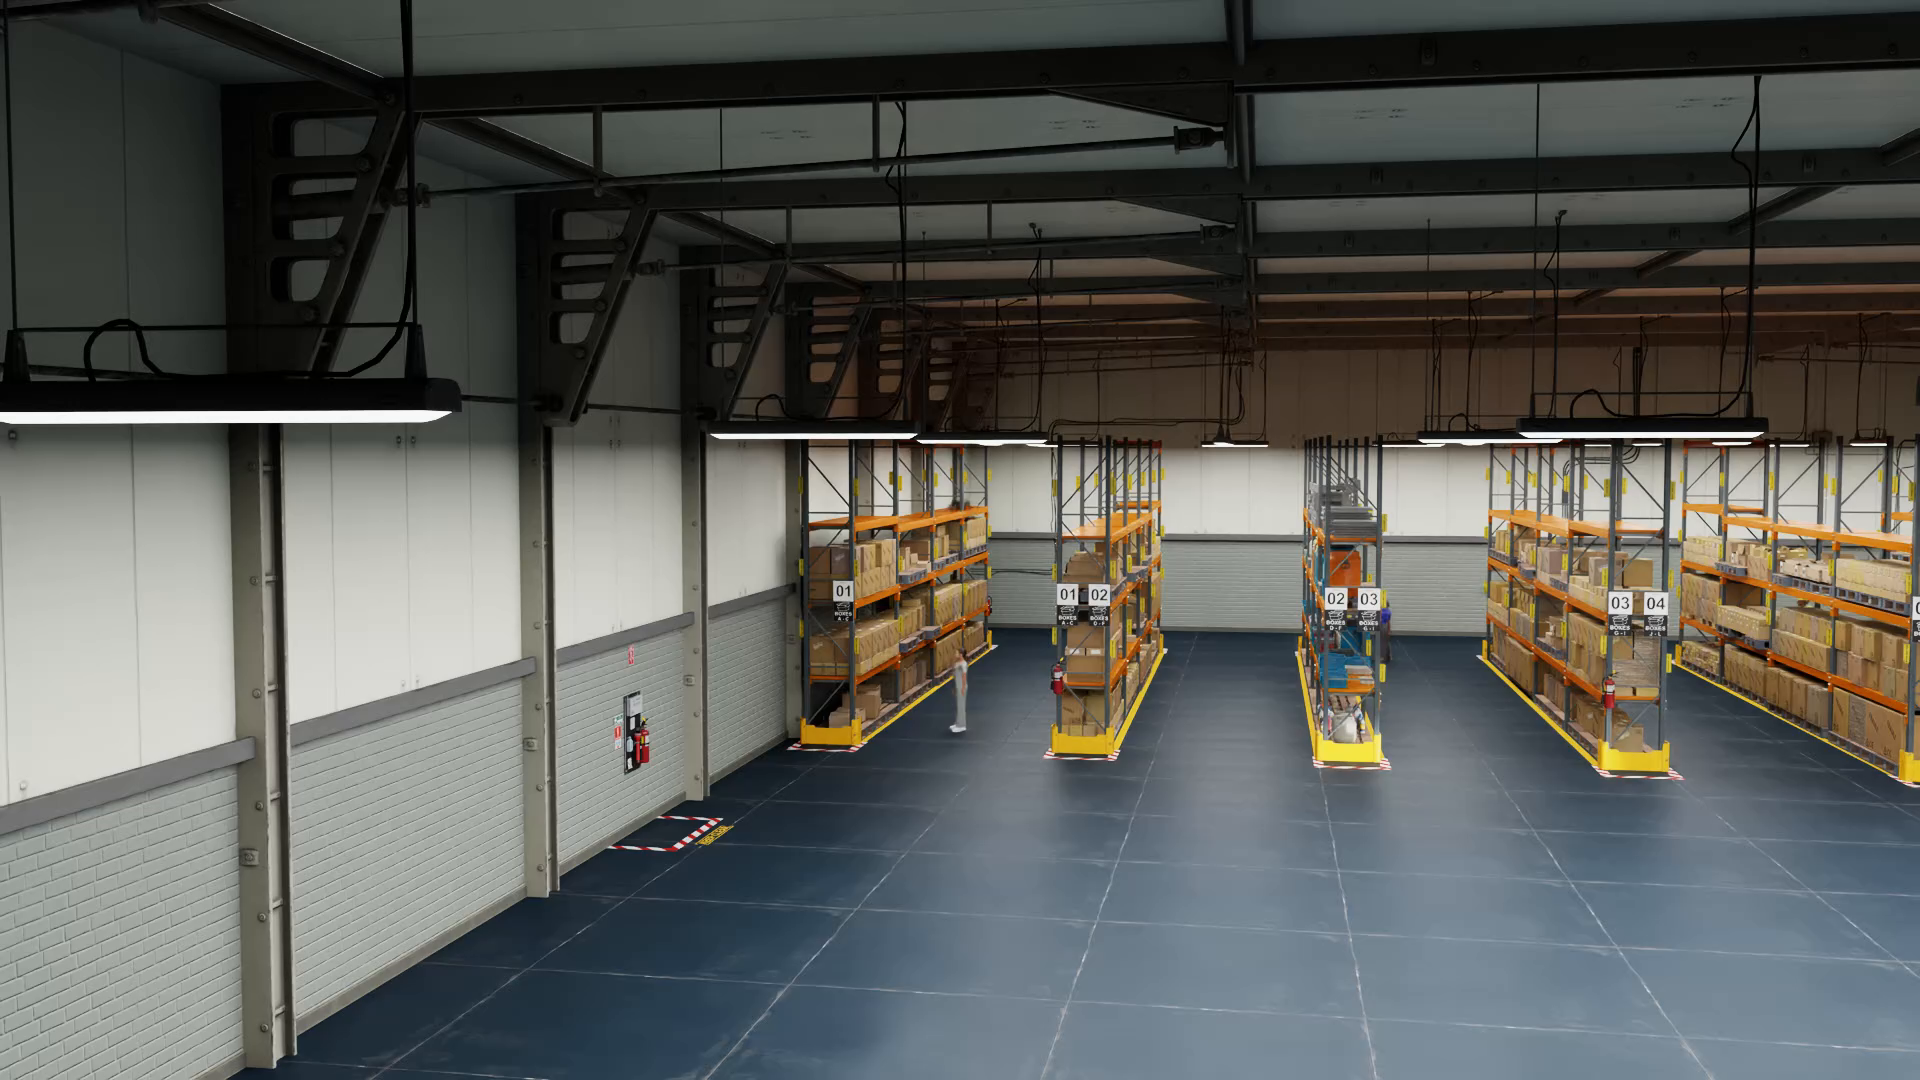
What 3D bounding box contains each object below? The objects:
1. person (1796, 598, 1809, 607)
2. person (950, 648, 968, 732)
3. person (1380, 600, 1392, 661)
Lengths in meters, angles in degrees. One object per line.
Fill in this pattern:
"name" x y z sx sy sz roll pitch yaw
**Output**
"person" 22.930 2.384 45.231 0.563 1.753 0.589 0 3 9
"person" -0.021 3.049 33.998 0.406 1.687 0.474 -1 3 -13
"person" 11.524 2.454 45.209 0.462 1.653 0.464 1 3 11
